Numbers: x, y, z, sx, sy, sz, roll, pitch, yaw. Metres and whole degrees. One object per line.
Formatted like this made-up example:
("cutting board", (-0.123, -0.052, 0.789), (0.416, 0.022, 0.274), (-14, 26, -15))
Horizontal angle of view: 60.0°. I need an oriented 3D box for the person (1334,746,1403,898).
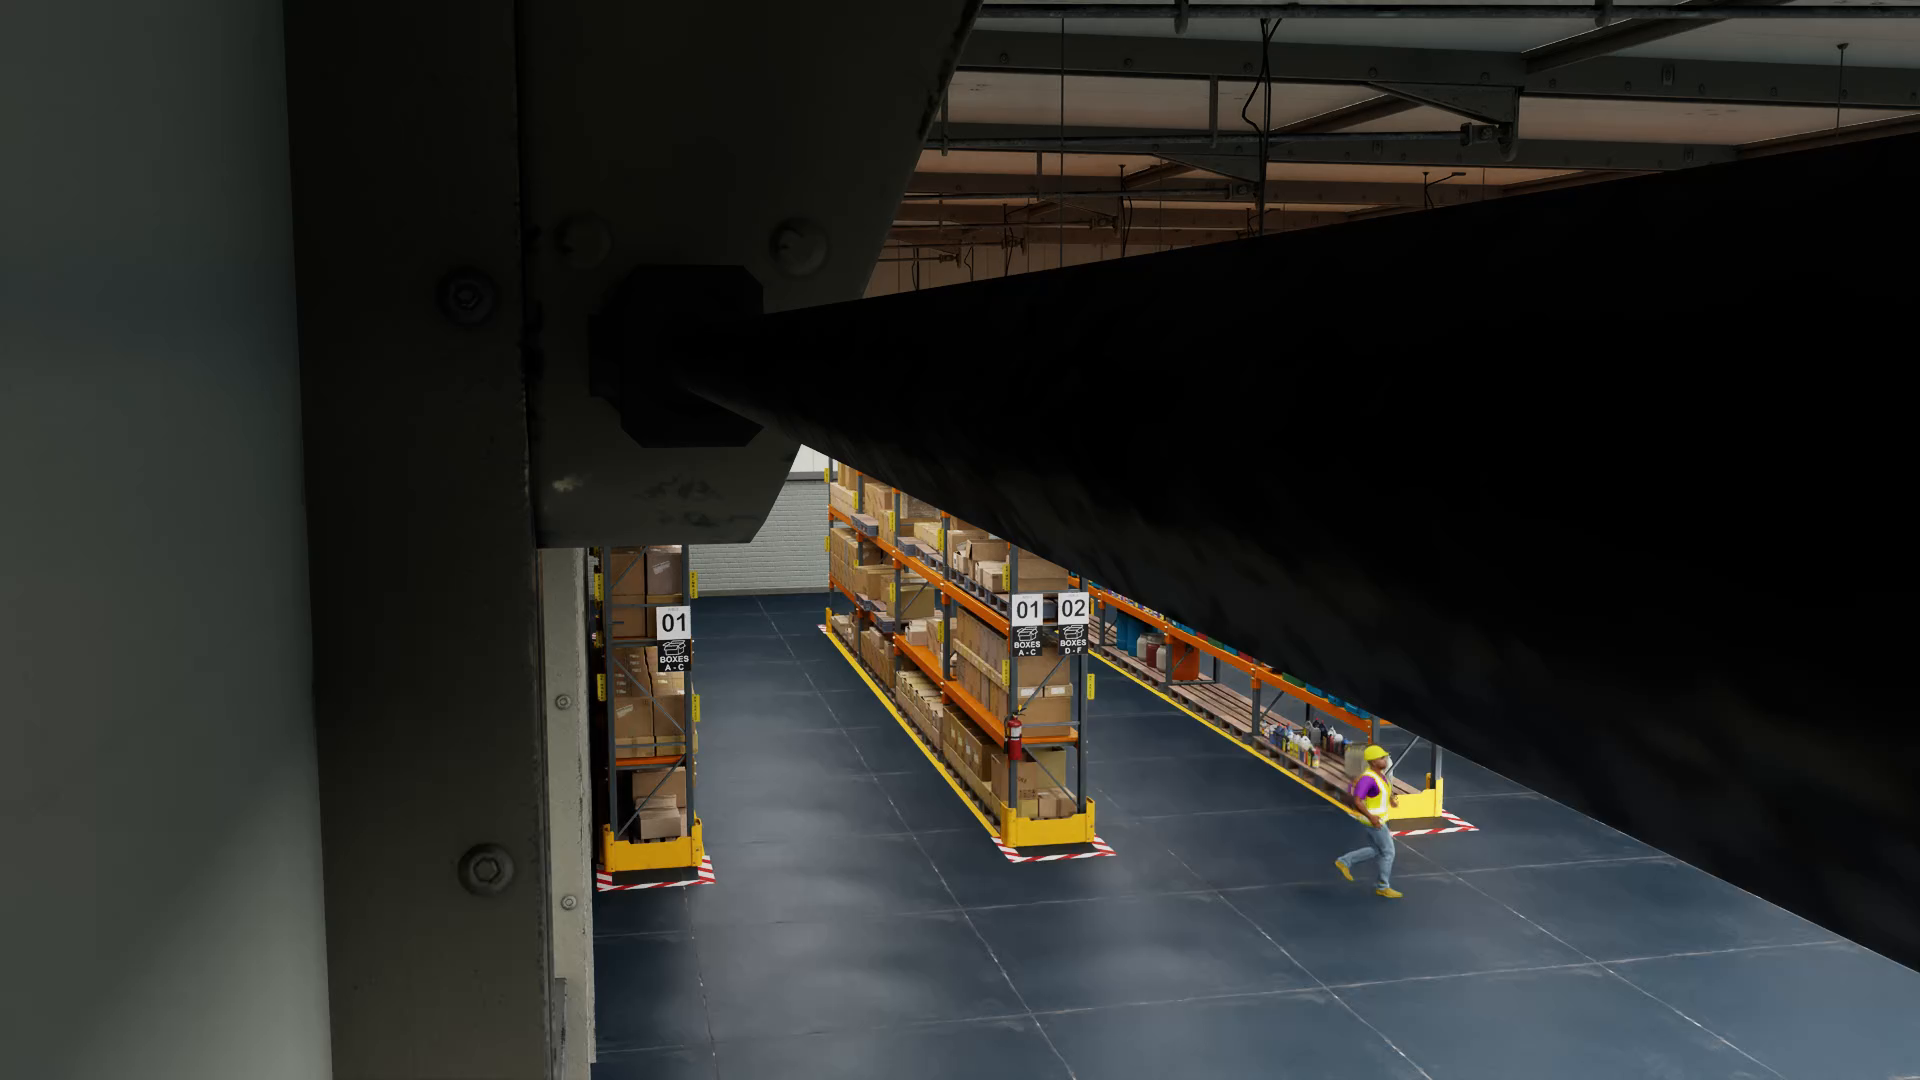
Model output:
("person", (4.710, 3.213, 19.095), (0.779, 1.757, 0.691), (2, 7, 18))
